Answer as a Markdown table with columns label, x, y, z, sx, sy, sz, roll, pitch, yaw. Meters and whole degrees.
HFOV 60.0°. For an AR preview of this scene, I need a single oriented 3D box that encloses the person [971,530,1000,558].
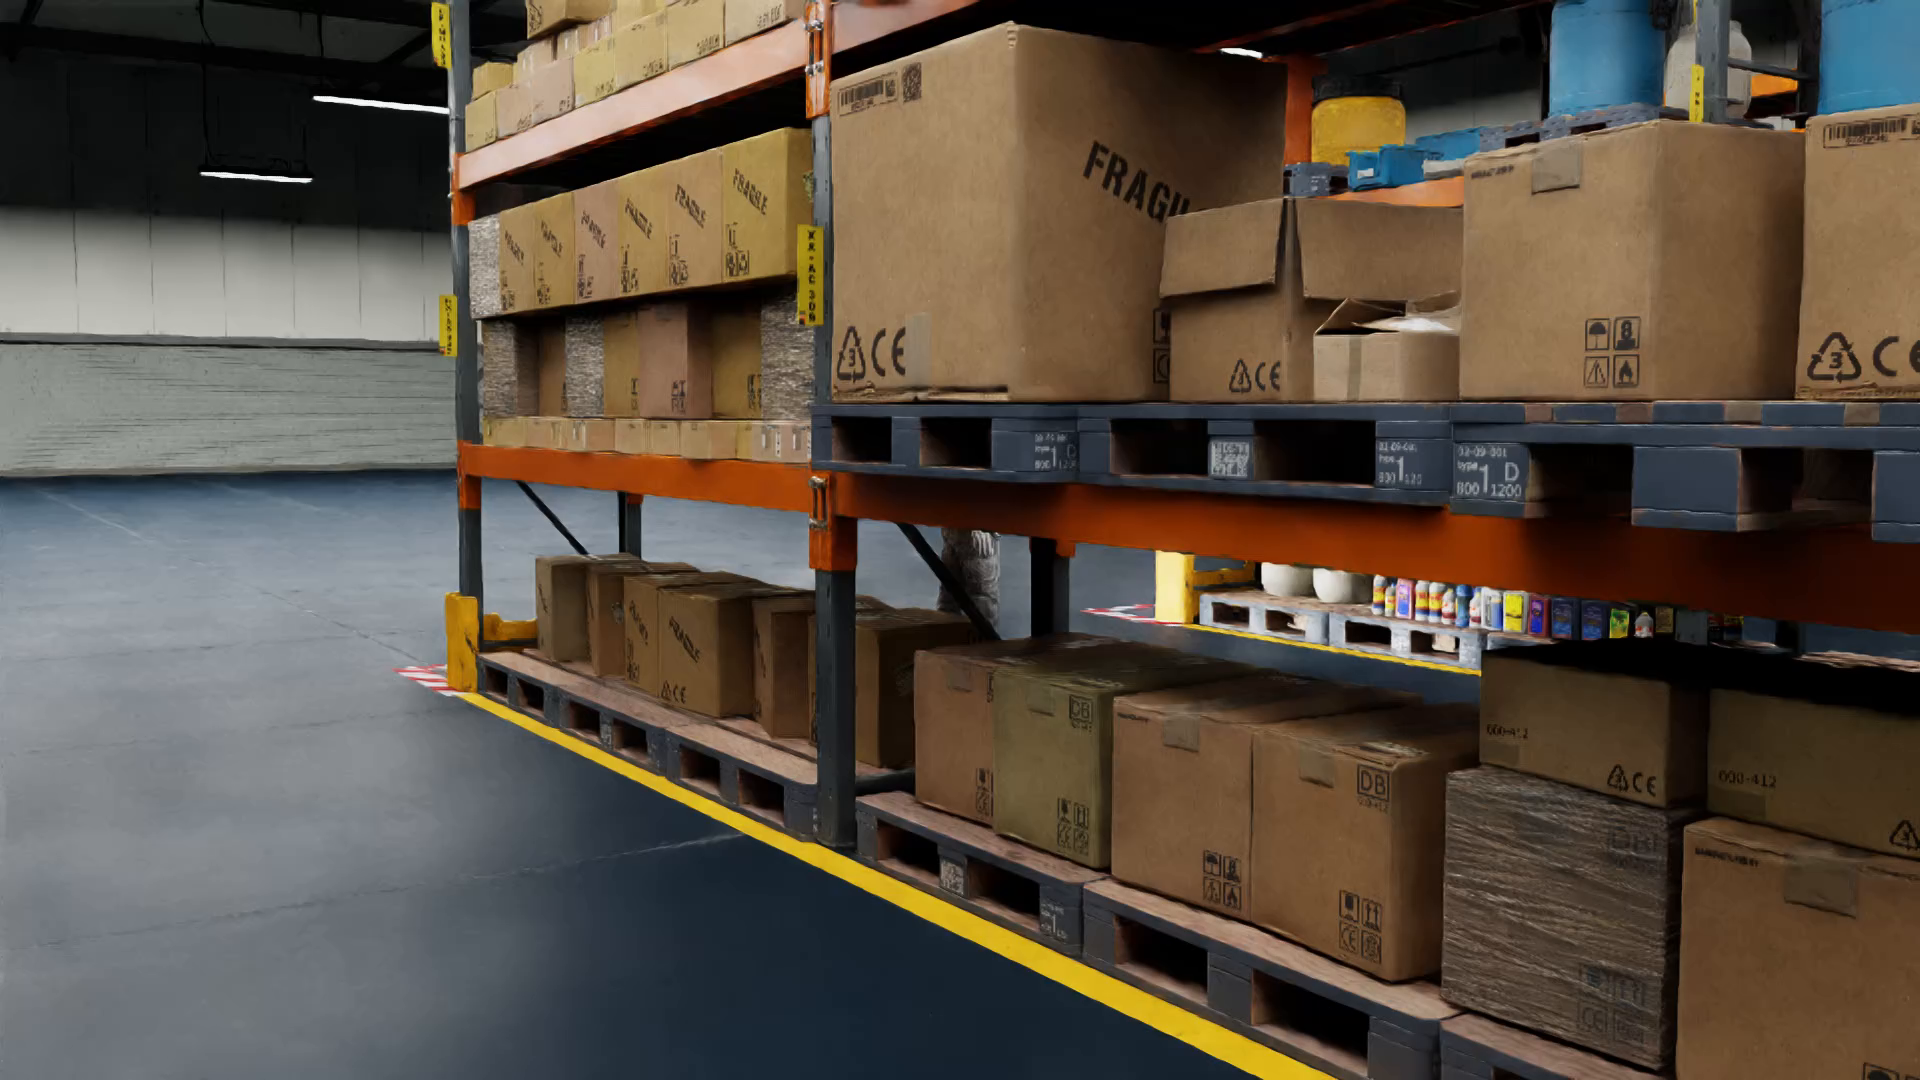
| label | x | y | z | sx | sy | sz | roll | pitch | yaw |
| --- | --- | --- | --- | --- | --- | --- | --- | --- | --- |
| person | 0.126 | -0.092 | 8.439 | 0.563 | 1.783 | 0.670 | 0 | 5 | -5 |
